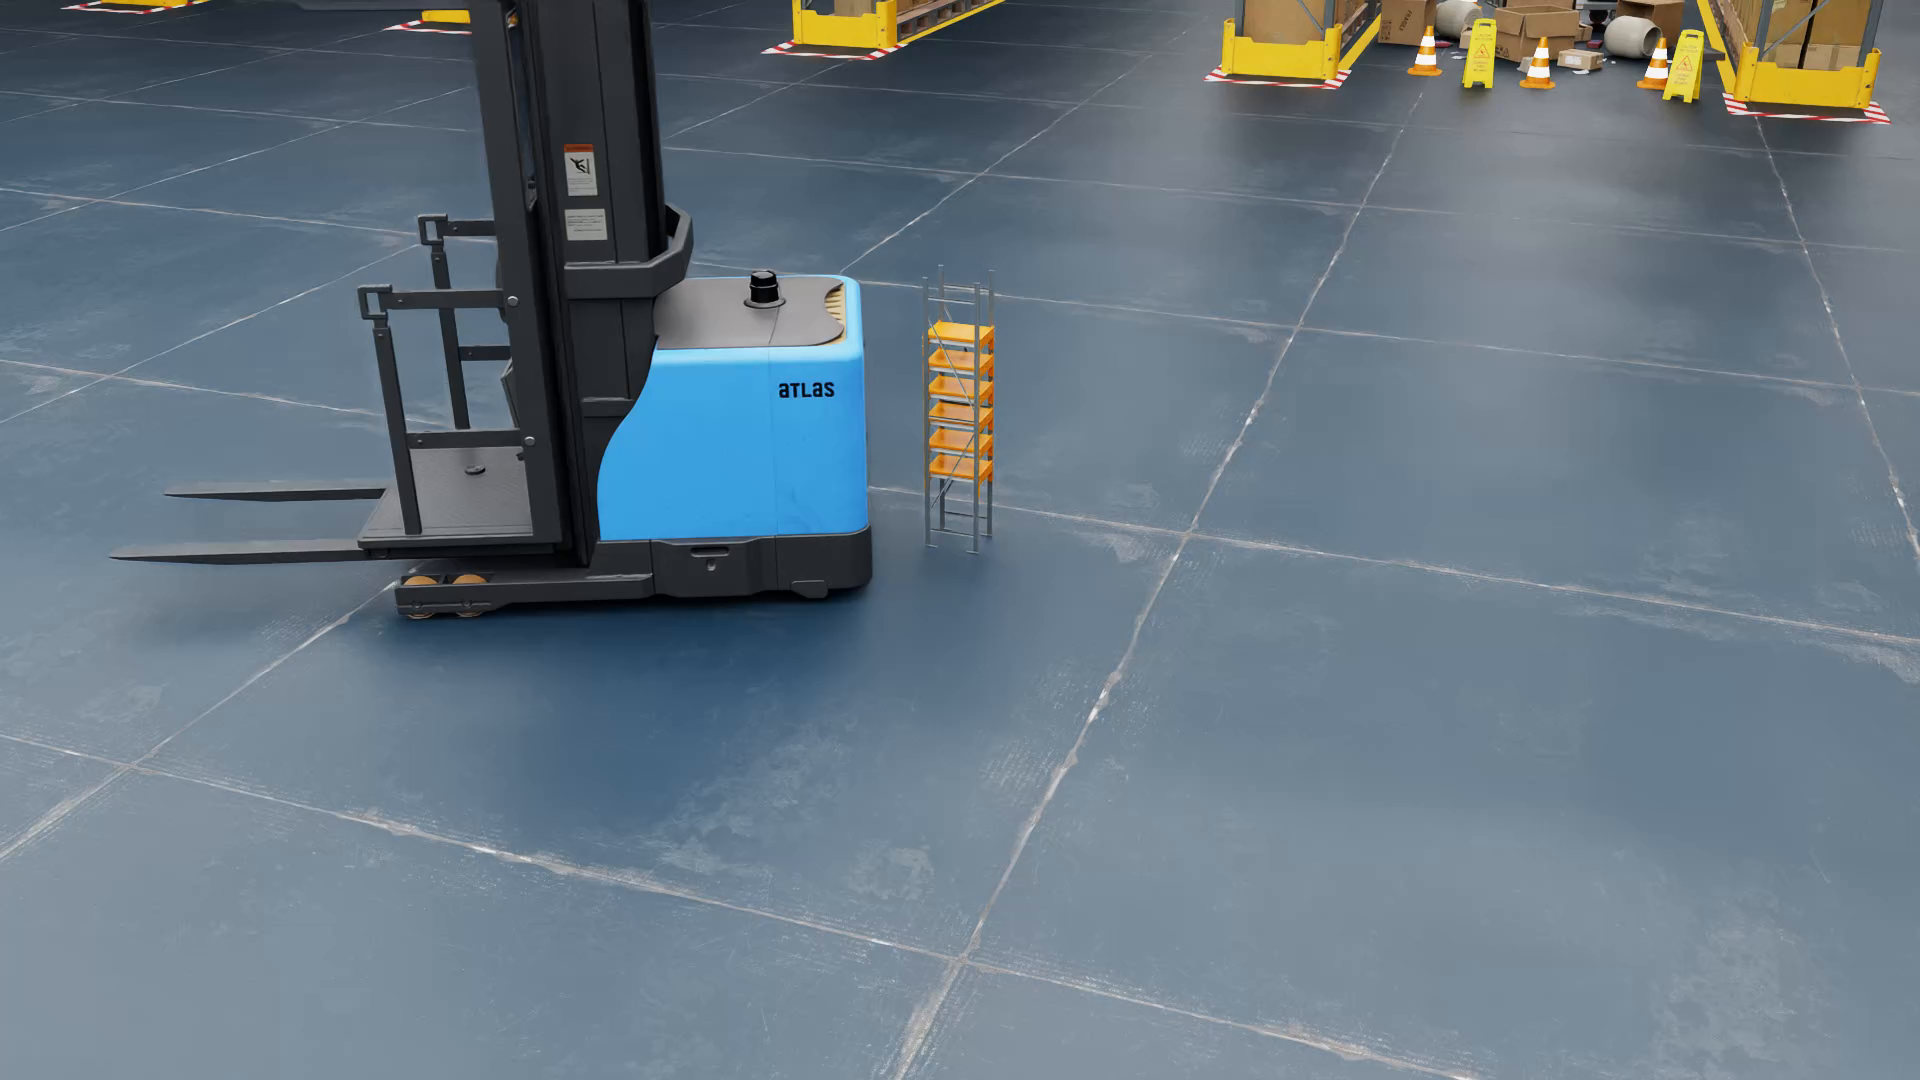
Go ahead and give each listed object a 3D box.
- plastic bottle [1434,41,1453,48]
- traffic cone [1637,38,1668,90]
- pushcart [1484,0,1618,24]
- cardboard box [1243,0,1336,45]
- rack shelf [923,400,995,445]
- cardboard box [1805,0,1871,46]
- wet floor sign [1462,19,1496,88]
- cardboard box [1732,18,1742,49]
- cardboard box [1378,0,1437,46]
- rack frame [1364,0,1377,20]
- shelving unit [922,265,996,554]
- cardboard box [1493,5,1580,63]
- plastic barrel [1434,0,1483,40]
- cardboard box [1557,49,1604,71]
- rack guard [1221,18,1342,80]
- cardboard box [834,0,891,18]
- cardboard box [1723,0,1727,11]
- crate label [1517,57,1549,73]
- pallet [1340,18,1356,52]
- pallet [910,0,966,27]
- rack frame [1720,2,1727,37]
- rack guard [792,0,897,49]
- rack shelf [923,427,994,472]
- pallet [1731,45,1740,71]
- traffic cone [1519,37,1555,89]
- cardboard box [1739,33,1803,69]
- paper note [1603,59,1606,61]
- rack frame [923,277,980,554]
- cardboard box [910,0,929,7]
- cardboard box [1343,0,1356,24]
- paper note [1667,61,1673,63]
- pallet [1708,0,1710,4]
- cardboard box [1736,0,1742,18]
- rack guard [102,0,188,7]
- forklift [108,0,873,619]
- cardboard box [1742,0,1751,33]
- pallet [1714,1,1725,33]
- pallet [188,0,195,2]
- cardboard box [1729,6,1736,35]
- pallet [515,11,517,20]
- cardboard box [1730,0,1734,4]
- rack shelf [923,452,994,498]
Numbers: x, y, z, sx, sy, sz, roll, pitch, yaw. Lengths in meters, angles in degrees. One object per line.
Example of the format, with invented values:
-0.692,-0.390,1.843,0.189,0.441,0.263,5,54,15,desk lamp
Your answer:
5.390,-5.573,18.690,0.283,0.061,0.133,0,26,-1,plastic bottle
6.944,-4.744,16.516,0.336,0.463,0.334,9,27,17,traffic cone
7.182,-6.295,19.819,1.648,0.377,0.936,0,26,-1,pushcart
3.479,-5.719,17.576,0.875,0.875,0.875,9,27,18,cardboard box
-0.005,-0.494,6.996,0.258,0.103,0.180,9,27,17,rack shelf
8.554,-5.112,16.179,0.500,0.500,0.500,8,27,16,cardboard box
5.173,-4.839,16.505,0.267,0.644,0.232,4,26,8,wet floor sign
8.381,-5.272,17.370,0.500,0.250,0.500,8,27,16,cardboard box
5.098,-5.931,18.923,0.500,0.500,0.500,14,29,26,cardboard box
4.647,-7.842,20.004,1.000,3.000,0.127,9,27,17,rack frame
-0.005,-0.534,6.976,0.258,1.200,0.189,9,27,17,shelving unit
6.214,-5.487,18.005,0.797,0.503,0.637,-9,27,-18,cardboard box
5.716,-5.994,19.143,0.421,0.421,0.512,-14,29,-27,plastic barrel
6.548,-5.070,17.550,0.250,0.149,0.380,-20,33,-36,cardboard box
3.308,-5.063,17.133,1.175,0.500,0.348,9,27,17,rack guard
-1.104,-6.277,19.159,0.500,0.500,0.500,14,29,27,cardboard box
9.521,-6.388,19.534,0.950,0.372,0.625,9,27,18,cardboard box
5.987,-4.950,17.317,0.250,0.136,0.298,-5,26,-9,crate label
3.916,-5.783,18.951,1.003,0.211,1.213,9,27,17,pallet
-0.591,-6.563,20.564,1.003,0.211,1.213,9,27,17,pallet
9.348,-7.165,18.607,1.000,3.000,0.127,9,27,17,rack frame
-1.303,-5.865,18.790,1.175,0.500,0.348,9,27,17,rack guard
-0.005,-0.386,7.048,0.258,0.103,0.180,9,27,17,rack shelf
8.754,-5.126,17.595,1.003,0.211,1.213,9,27,17,pallet
5.784,-4.765,16.560,0.336,0.463,0.334,9,27,17,traffic cone
8.041,-4.854,16.507,0.500,0.250,0.500,9,27,17,cardboard box
6.879,-5.185,17.936,0.148,0.019,0.142,20,32,35,paper note
-0.035,-0.496,6.899,0.240,1.200,0.006,9,27,17,rack frame
-0.712,-6.782,20.202,0.500,0.500,0.500,11,28,22,cardboard box
4.075,-6.455,19.097,0.875,0.875,0.875,9,27,18,cardboard box
7.583,-5.135,17.821,0.142,0.019,0.148,0,26,-1,paper note
10.418,-7.233,21.947,1.003,0.211,1.213,9,27,17,pallet
8.556,-5.817,17.634,0.500,0.500,0.500,10,28,20,cardboard box
-10.676,-7.262,21.675,1.175,0.500,0.348,9,27,17,rack guard
-1.898,-1.245,6.458,3.031,2.935,1.130,-2,26,-4,forklift
8.208,-5.393,16.759,0.500,0.500,0.500,10,28,19,cardboard box
9.606,-6.231,19.876,1.003,0.211,1.213,9,27,17,pallet
-10.453,-7.462,22.420,1.003,0.211,1.213,9,27,17,pallet
8.730,-5.693,18.239,0.500,0.250,0.500,10,28,20,cardboard box
-5.742,-6.793,21.038,1.003,0.211,1.213,9,27,17,pallet
8.897,-6.251,18.532,0.500,0.500,0.500,10,28,20,cardboard box
-0.005,-0.278,7.100,0.258,0.103,0.180,9,27,17,rack shelf
